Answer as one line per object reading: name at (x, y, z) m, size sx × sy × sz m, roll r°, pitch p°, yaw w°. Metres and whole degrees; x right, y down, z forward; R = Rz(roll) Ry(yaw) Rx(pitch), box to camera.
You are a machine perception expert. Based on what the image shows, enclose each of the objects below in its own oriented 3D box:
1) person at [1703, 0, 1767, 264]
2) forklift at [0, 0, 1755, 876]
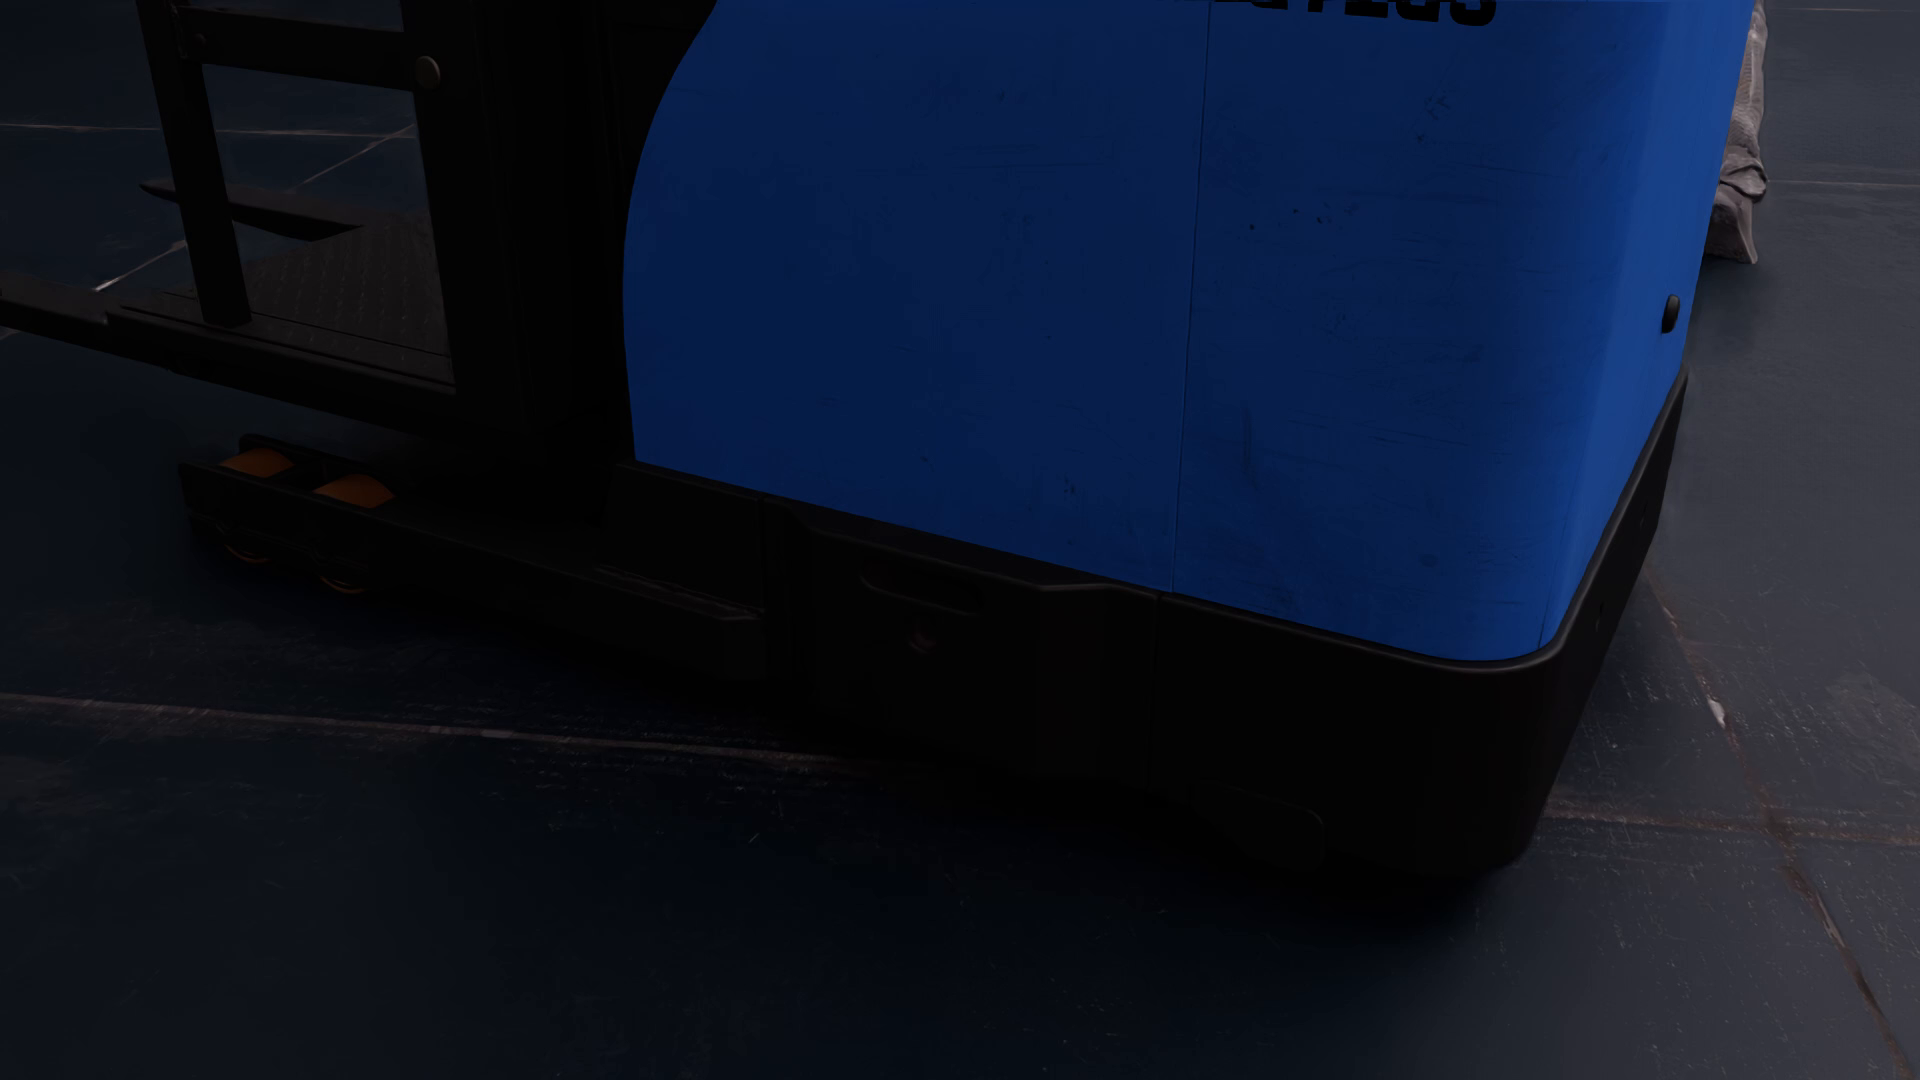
person at (1.523, -1.406, 3.635) m, size 1.074 × 1.683 × 0.537 m, roll 14°, pitch 30°, yaw 26°
forklift at (-0.538, -1.425, 2.073) m, size 3.031 × 2.935 × 1.130 m, roll 14°, pitch 30°, yaw 26°
